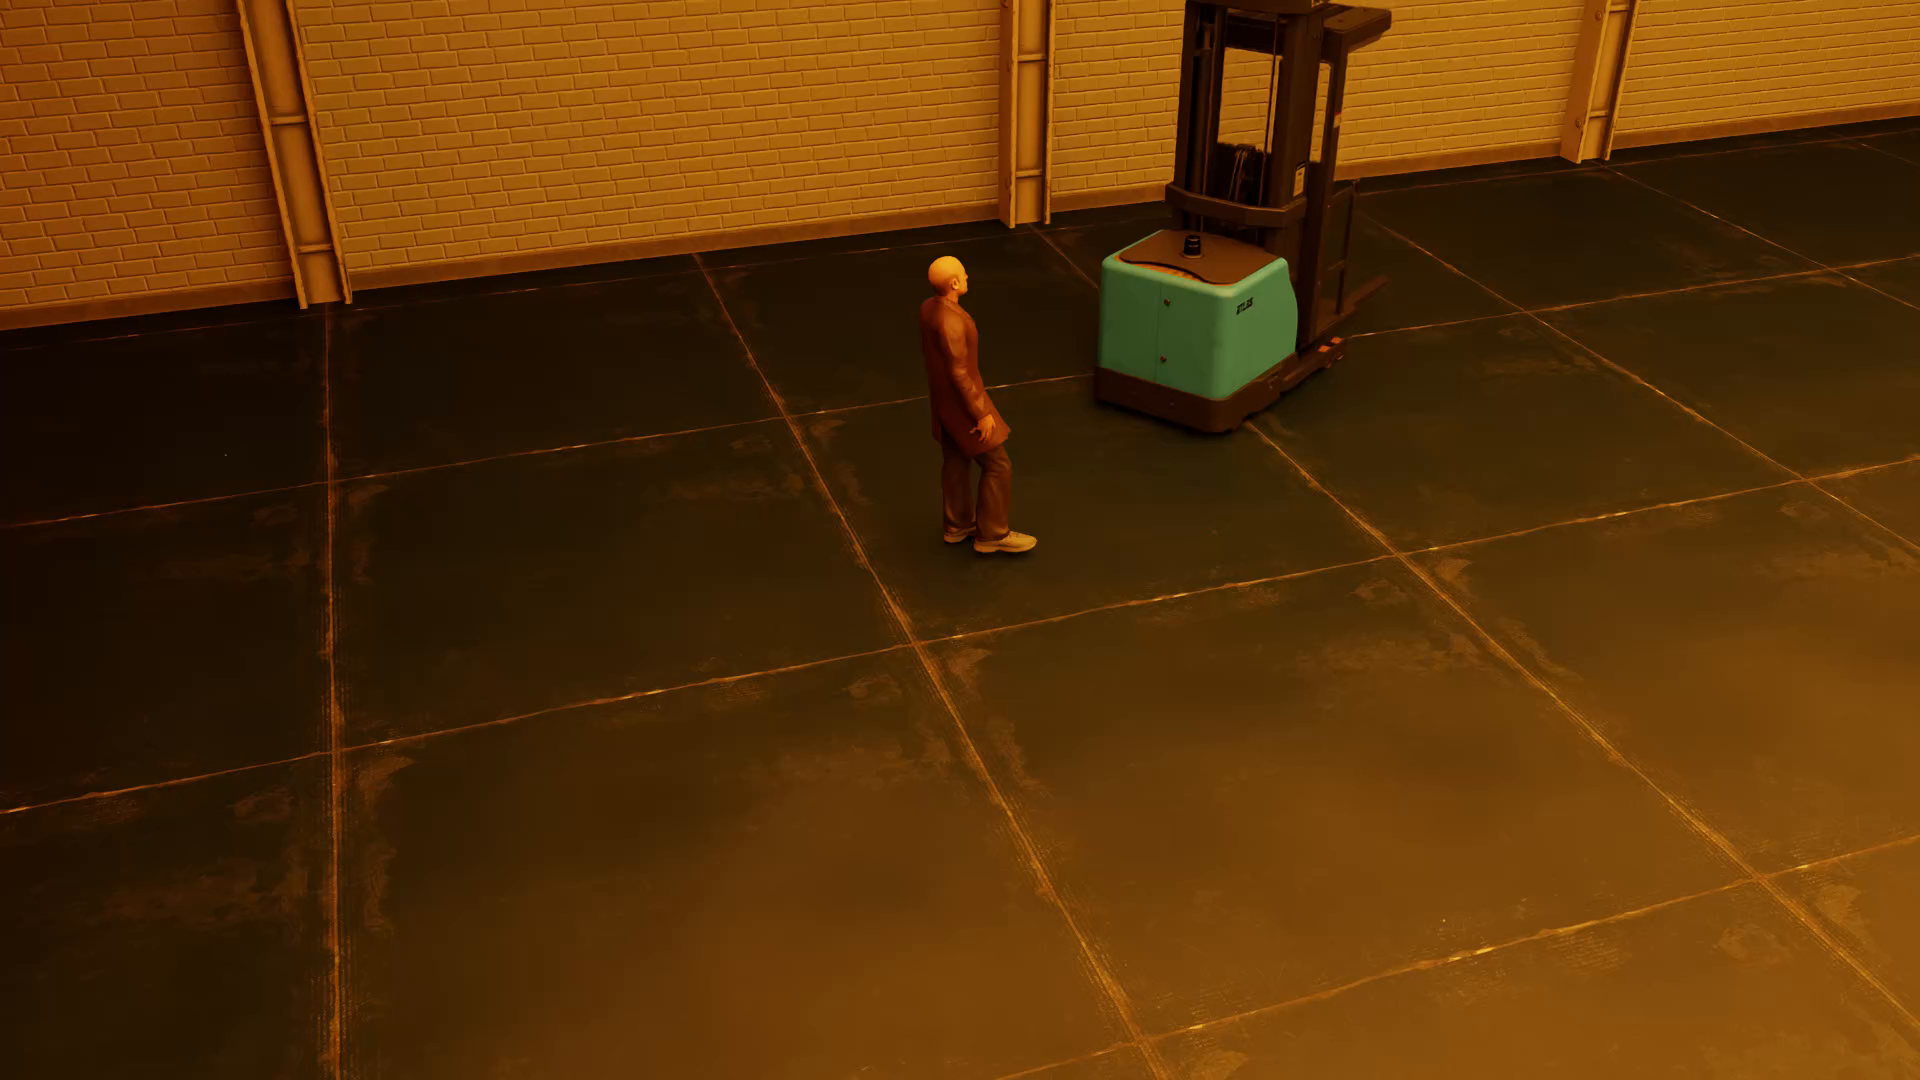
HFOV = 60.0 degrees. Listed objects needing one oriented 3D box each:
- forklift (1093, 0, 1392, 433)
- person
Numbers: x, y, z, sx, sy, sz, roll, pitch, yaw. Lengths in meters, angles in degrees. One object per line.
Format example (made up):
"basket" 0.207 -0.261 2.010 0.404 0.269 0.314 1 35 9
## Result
"forklift" 2.228 -2.663 11.716 1.130 2.935 3.031 21 36 32
"person" 0.089 -0.784 9.605 0.580 1.764 0.698 -10 31 -16
